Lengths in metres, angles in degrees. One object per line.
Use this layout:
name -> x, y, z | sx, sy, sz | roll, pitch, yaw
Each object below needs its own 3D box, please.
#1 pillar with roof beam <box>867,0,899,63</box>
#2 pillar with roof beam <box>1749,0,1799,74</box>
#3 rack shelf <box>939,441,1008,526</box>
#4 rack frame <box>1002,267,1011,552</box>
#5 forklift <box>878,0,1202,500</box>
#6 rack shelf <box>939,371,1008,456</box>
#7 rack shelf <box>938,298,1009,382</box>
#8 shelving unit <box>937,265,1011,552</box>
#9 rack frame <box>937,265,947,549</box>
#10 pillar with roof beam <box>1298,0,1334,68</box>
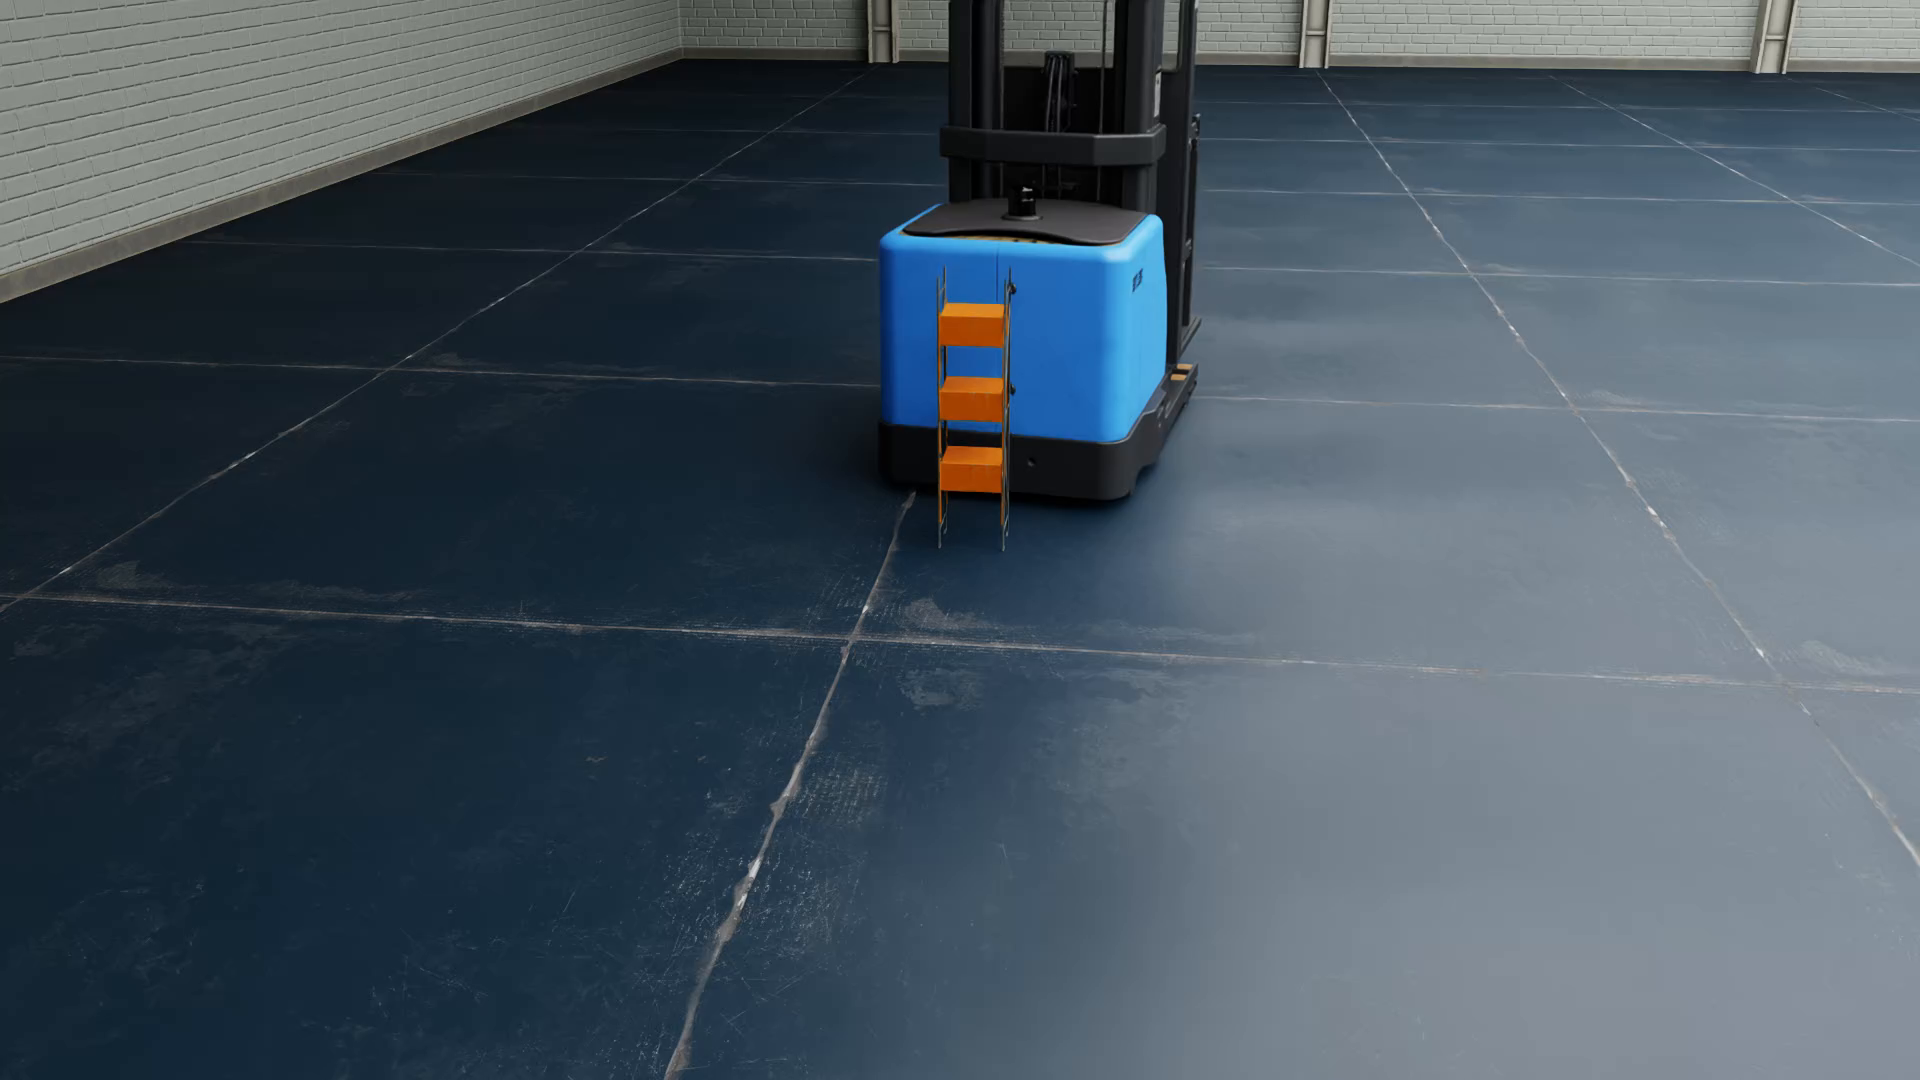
pillar with roof beam -> -1.589, -9.414, 18.011 | 0.400, 9.000, 9.100 | 2, 22, 6
pillar with roof beam -> 10.328, -8.894, 16.698 | 0.400, 9.000, 9.100 | 2, 22, 6
rack shelf -> 0.053, -0.218, 6.347 | 0.240, 0.259, 0.215 | 2, 22, 6
rack frame -> 0.174, -0.481, 6.228 | 0.008, 1.050, 0.200 | 2, 22, 6
forklift -> 0.554, -2.033, 7.597 | 1.130, 2.935, 3.031 | 6, 22, 15
rack shelf -> 0.053, -0.476, 6.245 | 0.240, 0.259, 0.215 | 2, 22, 6
rack shelf -> 0.053, -0.740, 6.141 | 0.240, 0.259, 0.215 | 2, 22, 6
shelving unit -> 0.053, -0.486, 6.241 | 0.252, 1.050, 0.215 | 2, 22, 6
rack frame -> -0.068, -0.491, 6.254 | 0.008, 1.050, 0.200 | 2, 22, 6
pillar with roof beam -> 4.370, -9.154, 17.355 | 0.400, 9.000, 9.100 | 2, 22, 6
